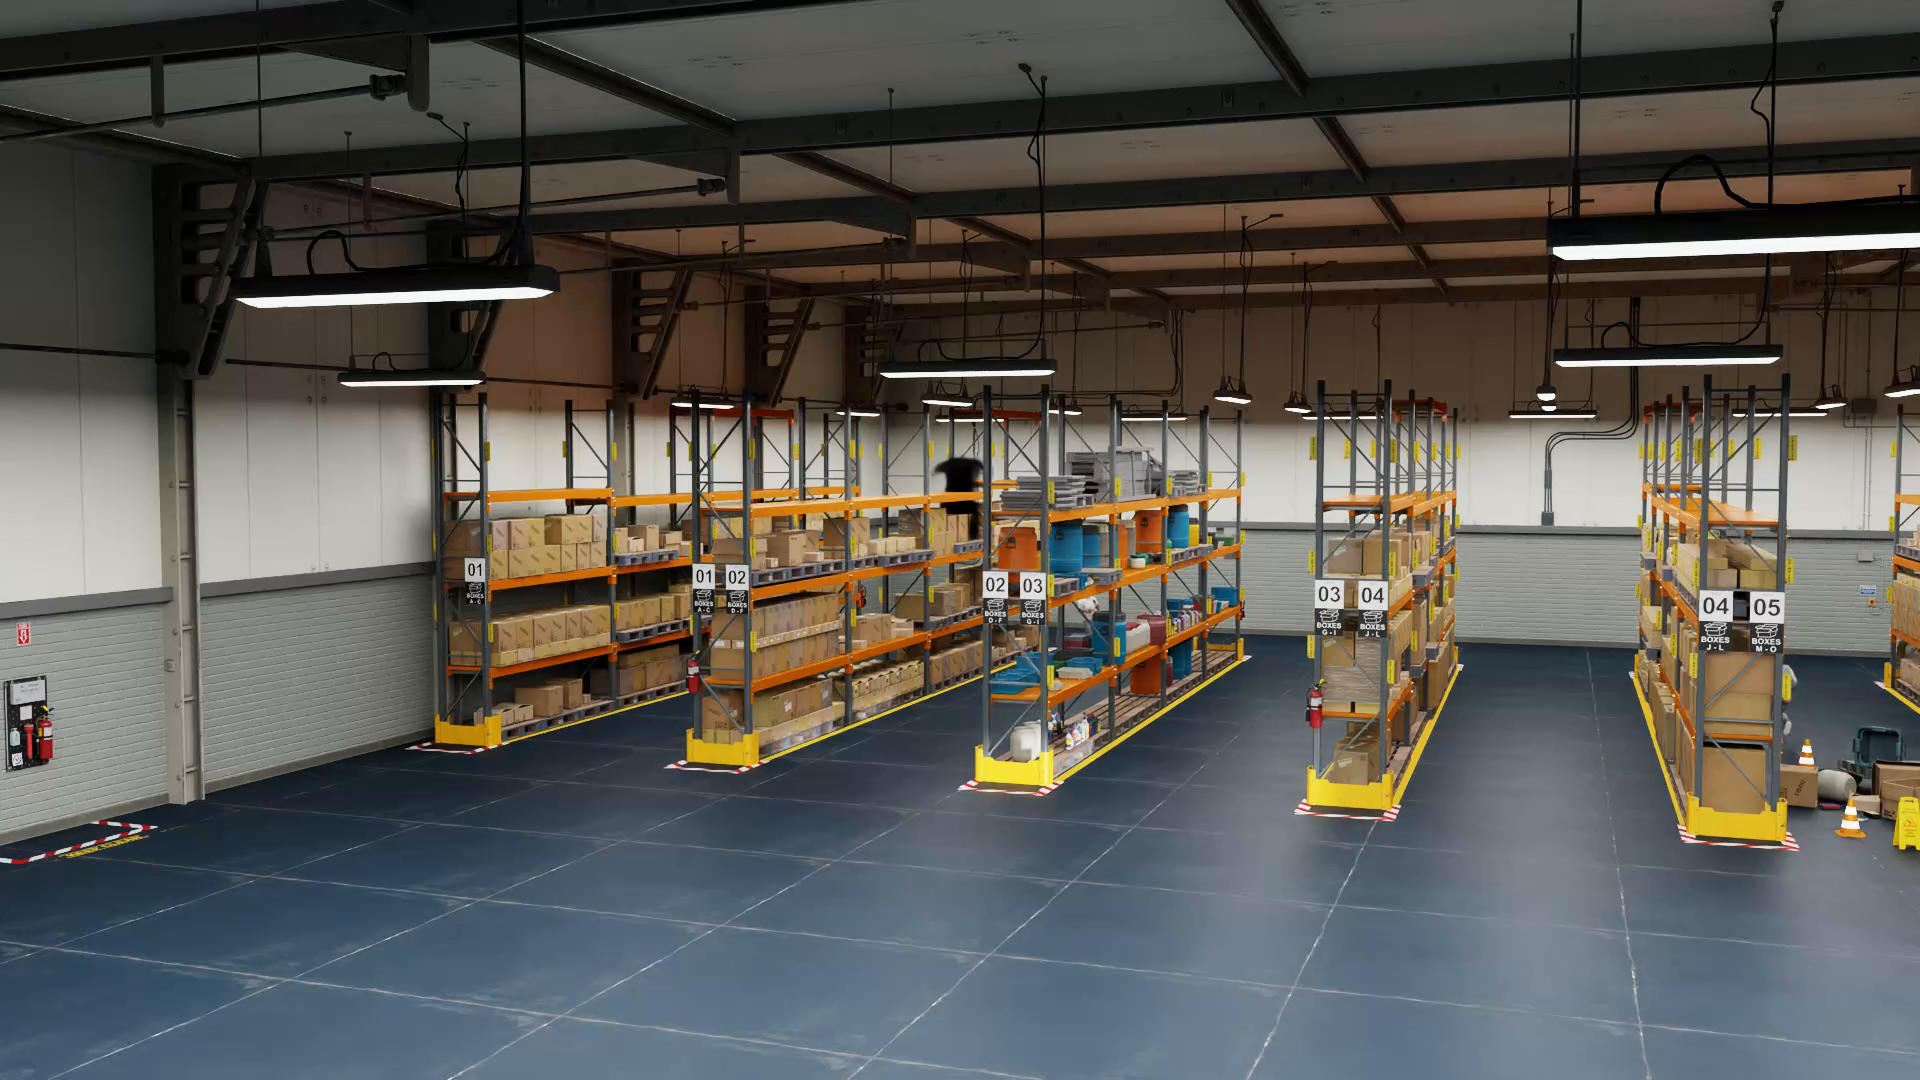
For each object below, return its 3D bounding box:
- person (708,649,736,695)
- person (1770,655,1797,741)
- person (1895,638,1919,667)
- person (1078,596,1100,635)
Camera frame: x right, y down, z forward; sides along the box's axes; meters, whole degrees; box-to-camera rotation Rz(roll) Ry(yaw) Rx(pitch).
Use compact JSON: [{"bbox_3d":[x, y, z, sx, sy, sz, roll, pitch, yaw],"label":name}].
[{"bbox_3d":[-4.320,2.534,30.653,0.624,1.695,0.632,-1,3,-16],"label":"person"},{"bbox_3d":[14.149,2.716,28.687,0.524,1.530,0.574,1,3,13],"label":"person"},{"bbox_3d":[21.762,2.055,38.002,1.067,1.768,0.699,0,3,0],"label":"person"},{"bbox_3d":[3.195,1.986,41.172,0.606,1.694,0.873,0,3,-8],"label":"person"}]
